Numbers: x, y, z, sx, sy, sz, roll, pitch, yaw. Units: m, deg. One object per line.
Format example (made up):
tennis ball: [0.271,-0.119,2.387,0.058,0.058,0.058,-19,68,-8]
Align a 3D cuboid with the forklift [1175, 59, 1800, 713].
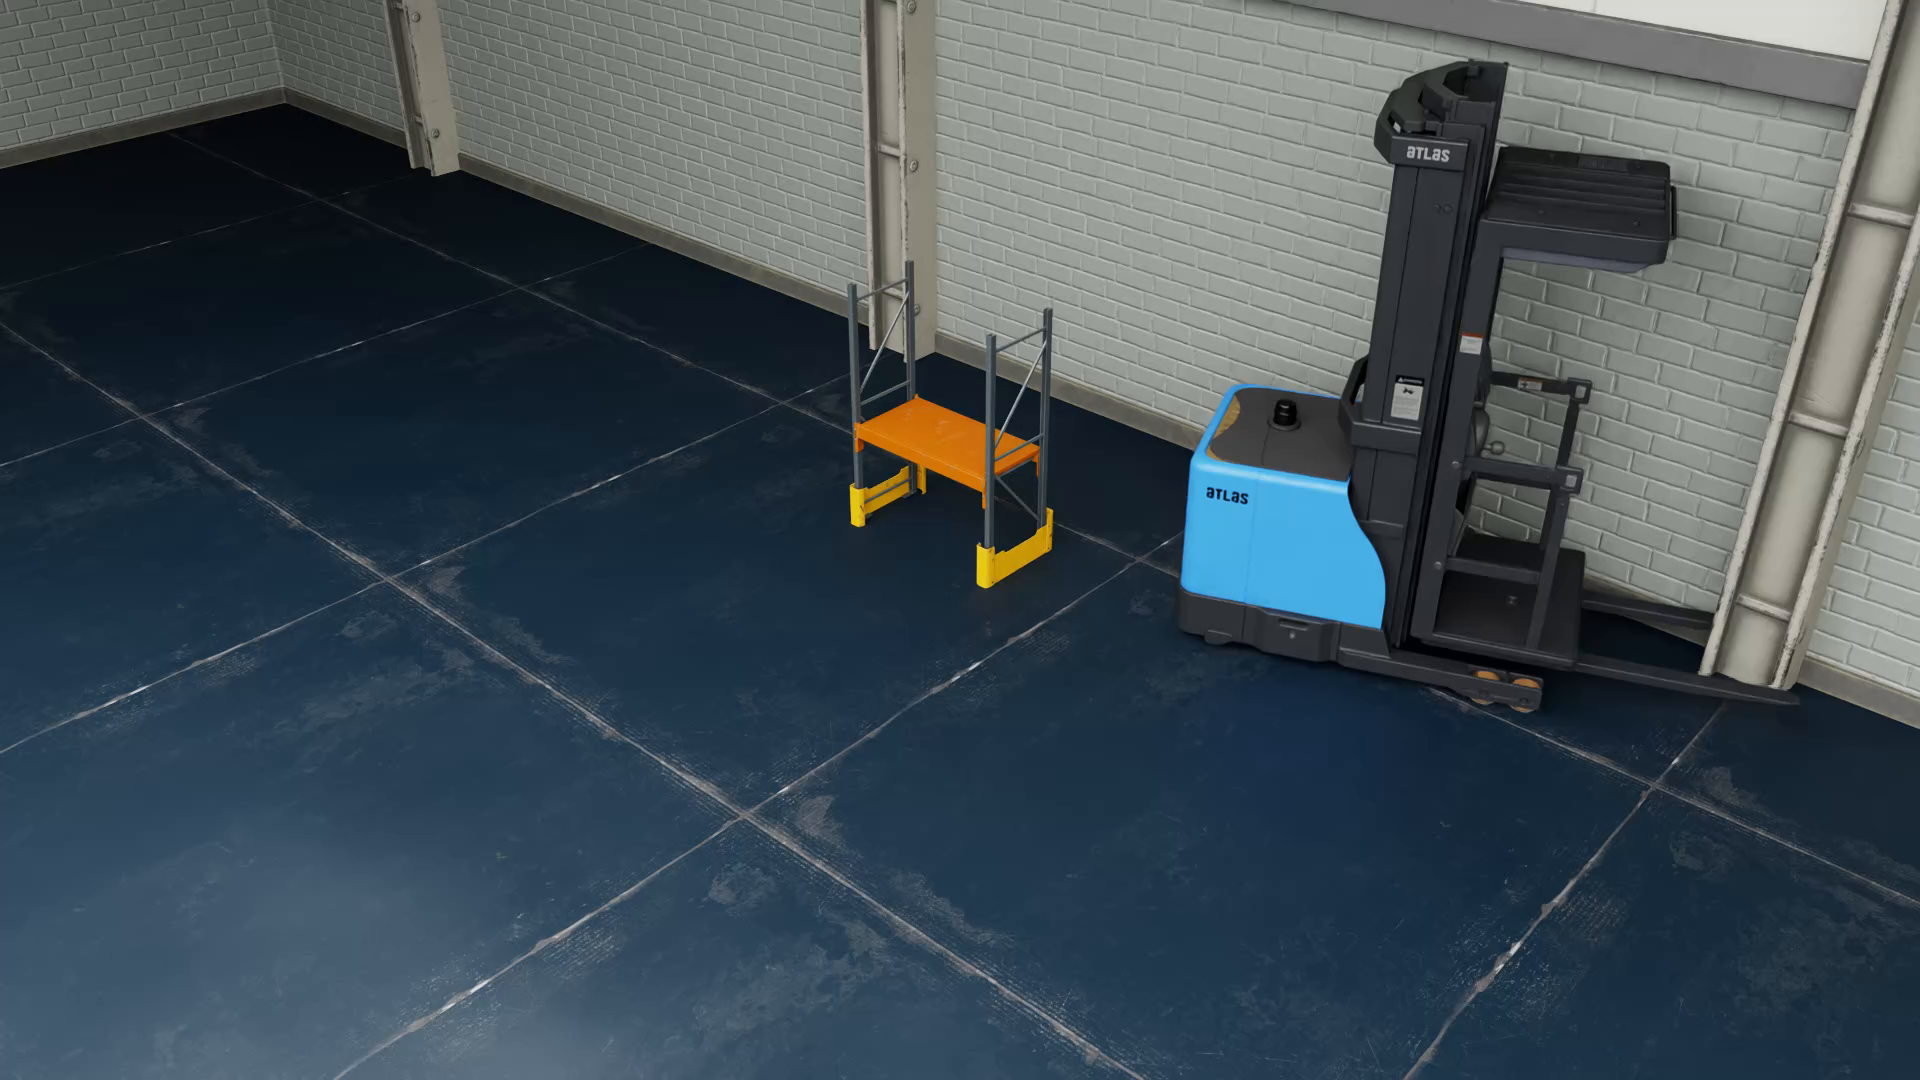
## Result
forklift: [2.714,-0.709,8.030,3.031,2.935,1.130,11,33,17]

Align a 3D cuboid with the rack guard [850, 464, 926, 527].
rack guard: [-0.426,-0.306,9.960,0.087,0.250,0.587,25,39,35]

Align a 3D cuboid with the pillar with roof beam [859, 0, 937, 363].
pillar with roof beam: [-3.295,-3.586,6.926,0.400,9.000,9.100,25,39,35]

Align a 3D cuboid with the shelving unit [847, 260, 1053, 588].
shelving unit: [-0.057,-0.669,9.351,1.083,1.500,0.587,25,39,35]

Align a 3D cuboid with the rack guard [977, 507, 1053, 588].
rack guard: [0.313,0.039,9.388,0.087,0.250,0.587,25,39,35]

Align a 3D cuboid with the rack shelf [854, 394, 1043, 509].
rack shelf: [-0.063,-0.518,9.449,1.000,0.185,0.538,25,39,35]

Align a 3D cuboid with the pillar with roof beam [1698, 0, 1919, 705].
pillar with roof beam: [1.153,-1.509,3.477,0.400,9.000,9.100,25,39,35]

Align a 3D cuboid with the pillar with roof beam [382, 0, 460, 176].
pillar with roof beam: [-7.744,-5.662,10.375,0.400,9.000,9.100,25,39,35]

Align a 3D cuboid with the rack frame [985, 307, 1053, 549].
rack frame: [0.314,-0.496,9.064,0.032,1.500,0.500,25,39,35]

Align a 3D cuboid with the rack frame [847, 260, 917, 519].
rack frame: [-0.440,-0.848,9.649,0.032,1.500,0.500,25,39,35]
